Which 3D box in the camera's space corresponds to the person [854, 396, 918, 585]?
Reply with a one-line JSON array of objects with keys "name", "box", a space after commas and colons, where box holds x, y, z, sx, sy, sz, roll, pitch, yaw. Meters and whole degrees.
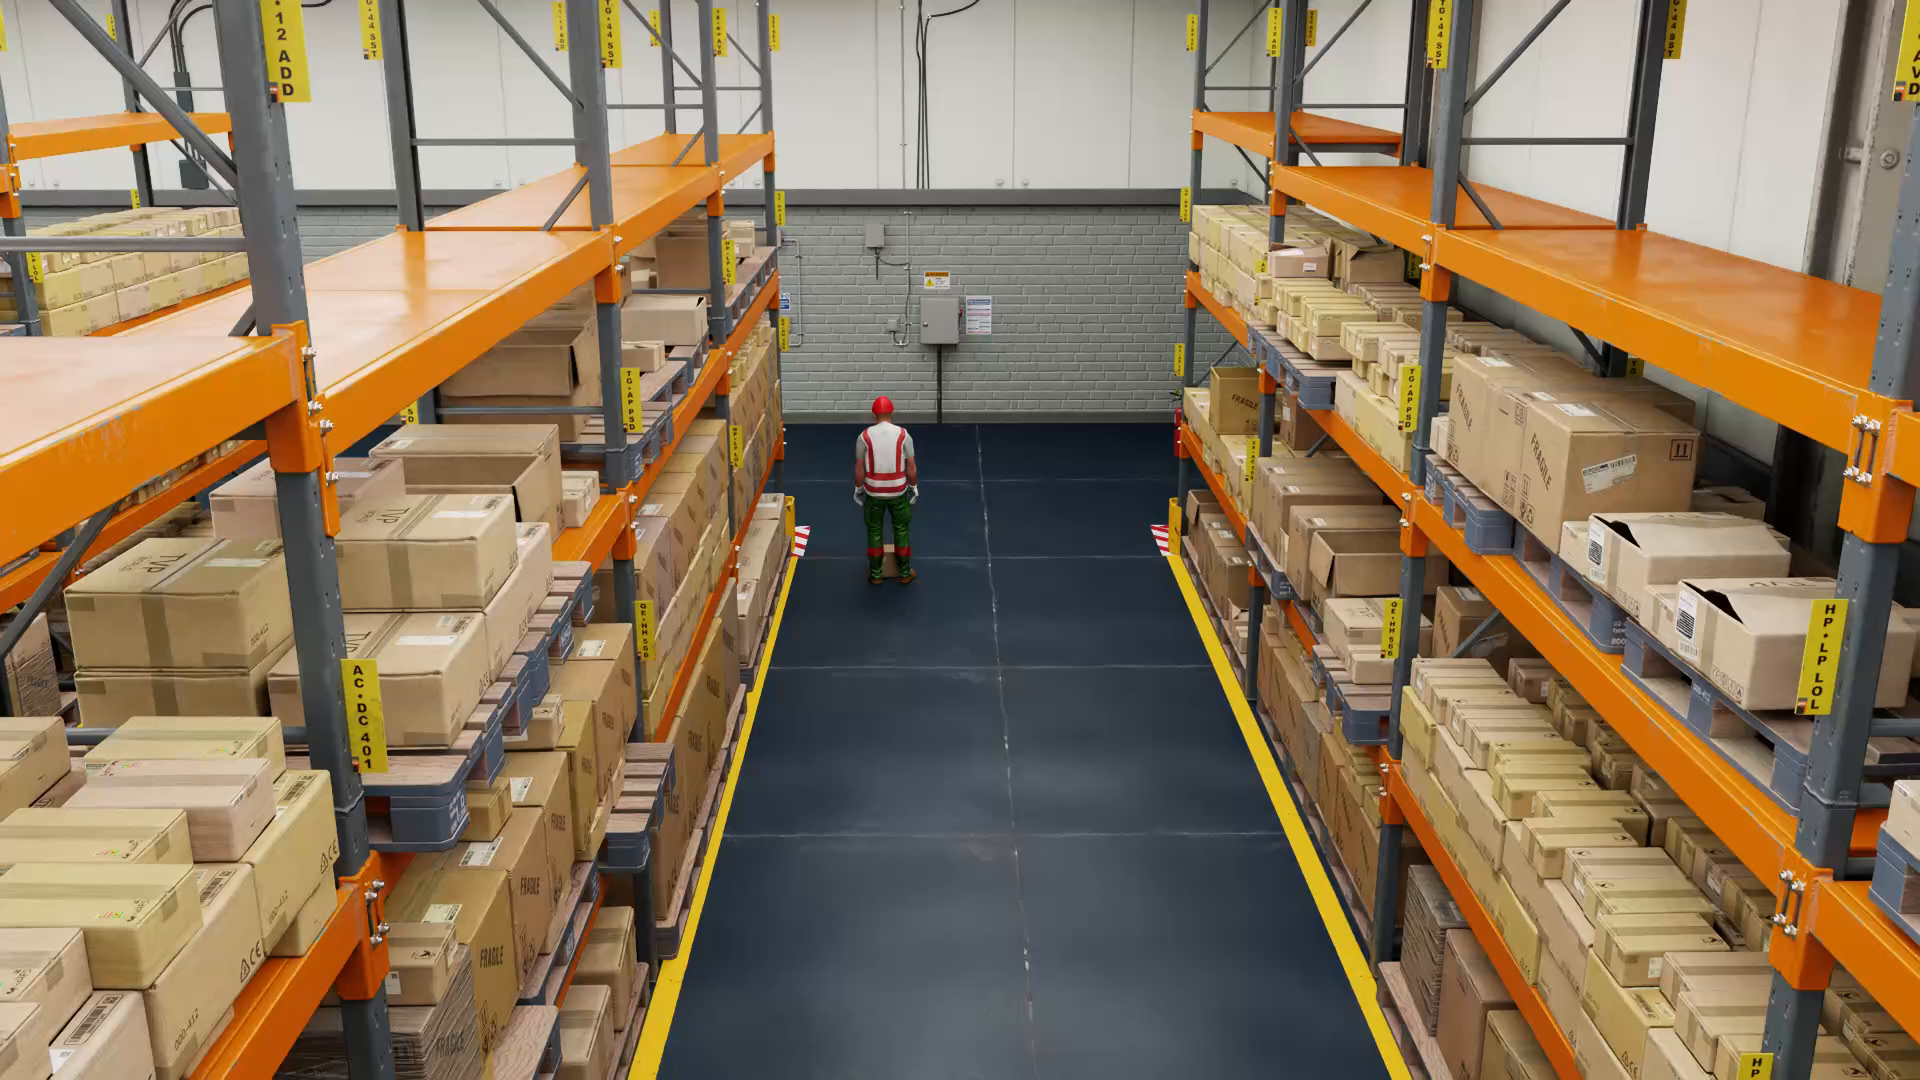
[{"name": "person", "box": [-0.694, -0.465, 15.634, 0.607, 1.779, 0.451, -1, 17, -3]}]
